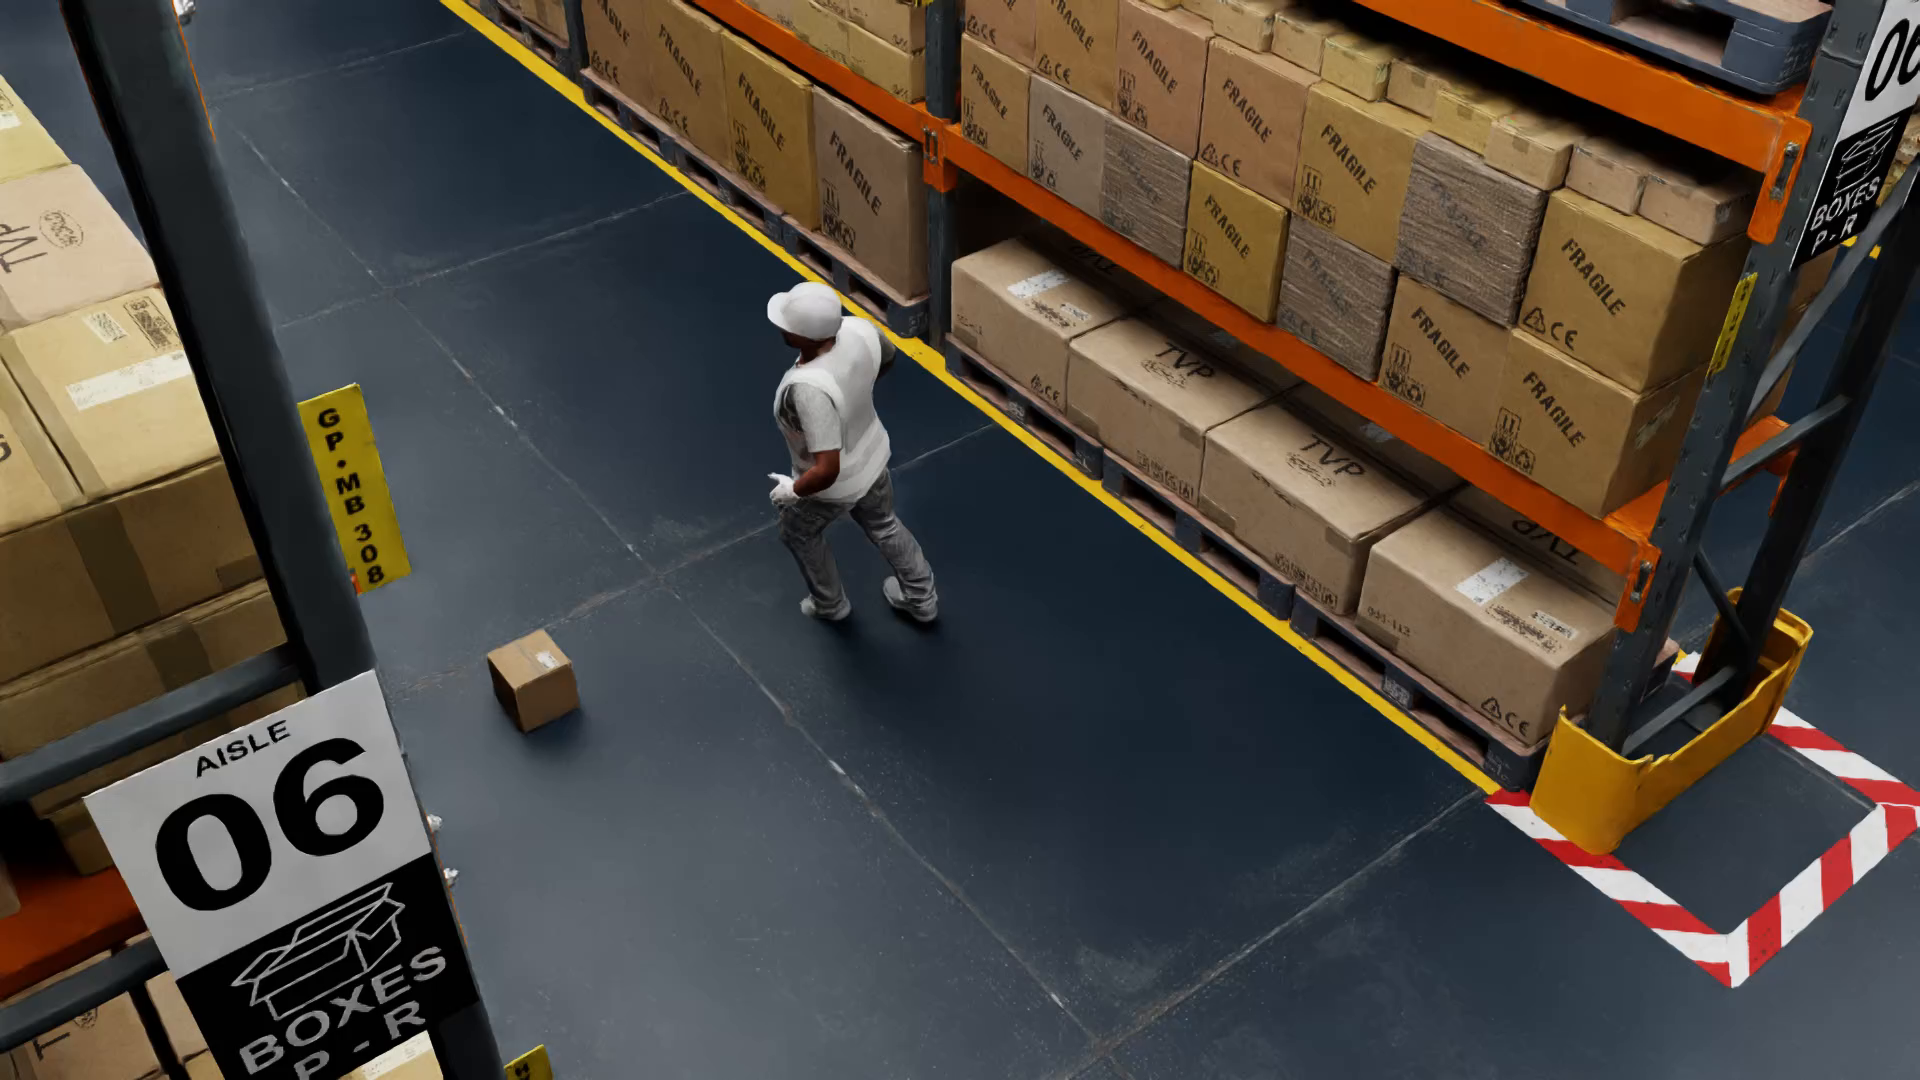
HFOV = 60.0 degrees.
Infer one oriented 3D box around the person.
[{"bbox_3d":[-0.480,-0.240,6.469,0.619,1.824,0.755,18,43,20],"label":"person"}]
